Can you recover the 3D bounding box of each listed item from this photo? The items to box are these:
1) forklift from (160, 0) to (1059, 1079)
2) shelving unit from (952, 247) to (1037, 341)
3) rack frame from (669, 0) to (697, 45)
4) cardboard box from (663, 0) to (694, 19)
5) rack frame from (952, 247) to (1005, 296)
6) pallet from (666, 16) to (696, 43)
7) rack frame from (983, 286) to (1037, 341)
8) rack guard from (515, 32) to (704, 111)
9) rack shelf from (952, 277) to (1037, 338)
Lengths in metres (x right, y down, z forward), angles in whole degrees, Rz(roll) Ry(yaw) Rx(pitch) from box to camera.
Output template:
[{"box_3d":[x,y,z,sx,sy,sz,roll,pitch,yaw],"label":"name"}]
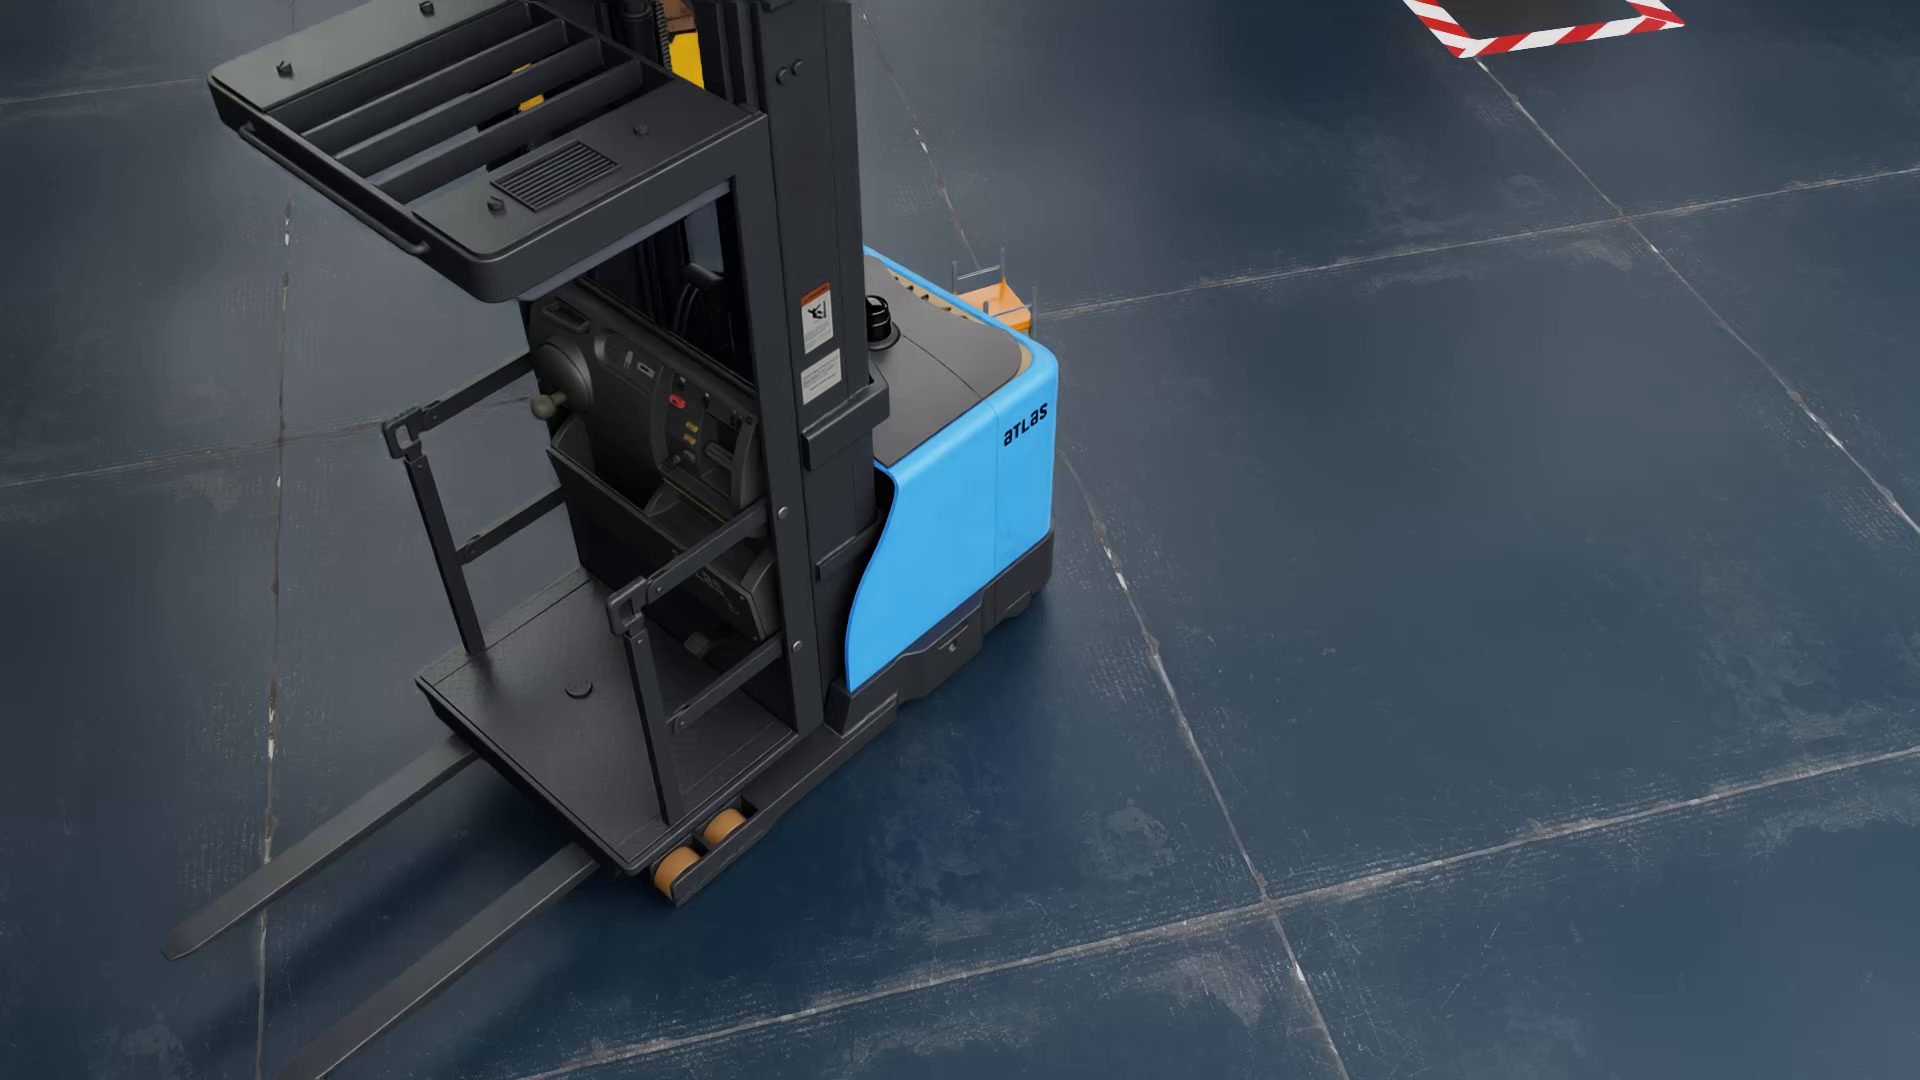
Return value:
[{"box_3d":[-1.035,-0.327,4.518,1.130,2.935,3.031,33,54,28],"label":"forklift"},{"box_3d":[0.117,-0.537,6.042,0.215,1.050,0.252,-19,49,-18],"label":"shelving unit"},{"box_3d":[-1.725,-3.338,7.421,1.000,3.000,0.127,-11,47,-10],"label":"rack frame"},{"box_3d":[-1.648,-2.933,8.655,0.500,0.250,0.500,-11,47,-10],"label":"cardboard box"},{"box_3d":[0.064,-0.616,6.119,0.200,1.050,0.008,-19,49,-18],"label":"rack frame"},{"box_3d":[-1.962,-2.882,8.926,1.003,0.211,1.213,-11,47,-10],"label":"pallet"},{"box_3d":[0.169,-0.459,5.964,0.200,1.050,0.008,-19,49,-18],"label":"rack frame"},{"box_3d":[-1.719,-2.446,8.297,1.175,0.500,0.348,-11,47,-10],"label":"rack guard"},{"box_3d":[0.117,-0.729,5.846,0.215,0.259,0.240,-19,49,-18],"label":"rack shelf"}]
